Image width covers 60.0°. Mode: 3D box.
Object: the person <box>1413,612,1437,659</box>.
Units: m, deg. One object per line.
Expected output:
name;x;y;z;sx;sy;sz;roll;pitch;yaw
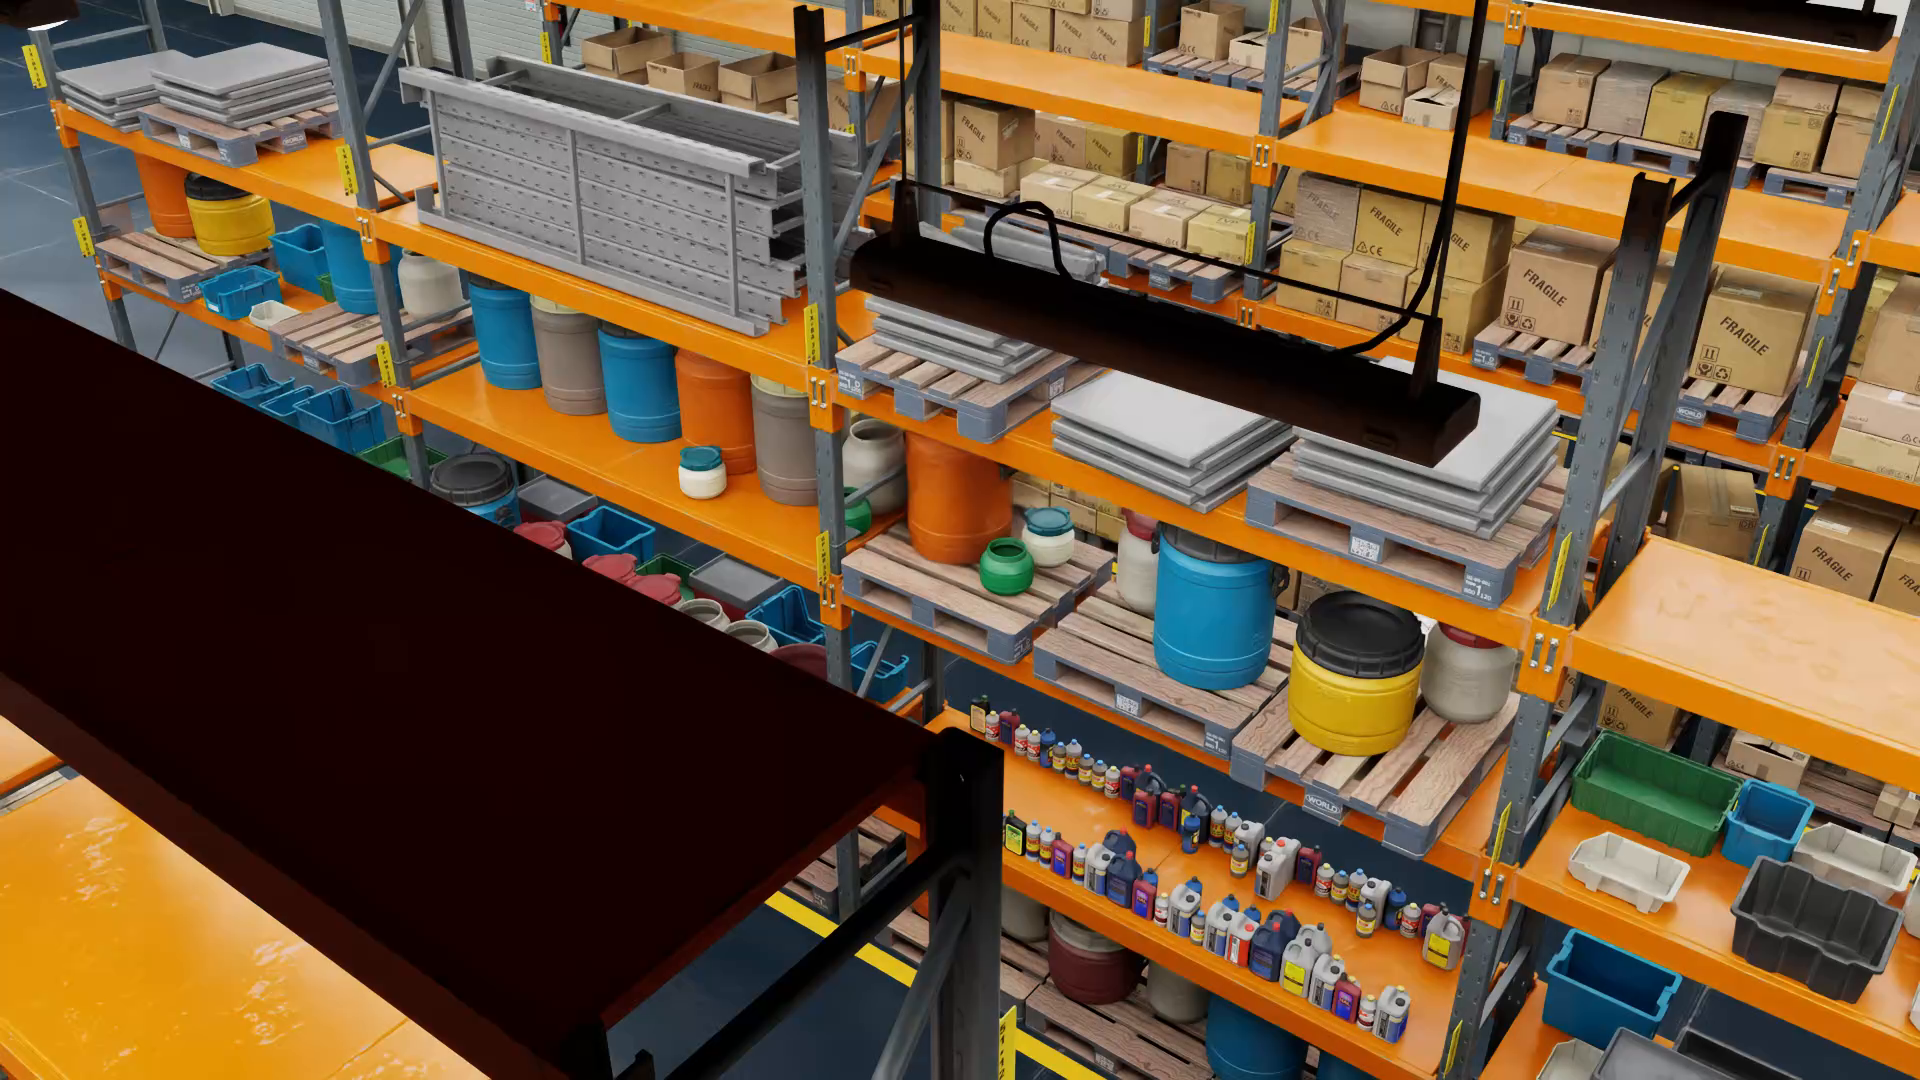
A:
person;3.174;0.924;12.065;1.062;1.709;0.611;16;35;24
